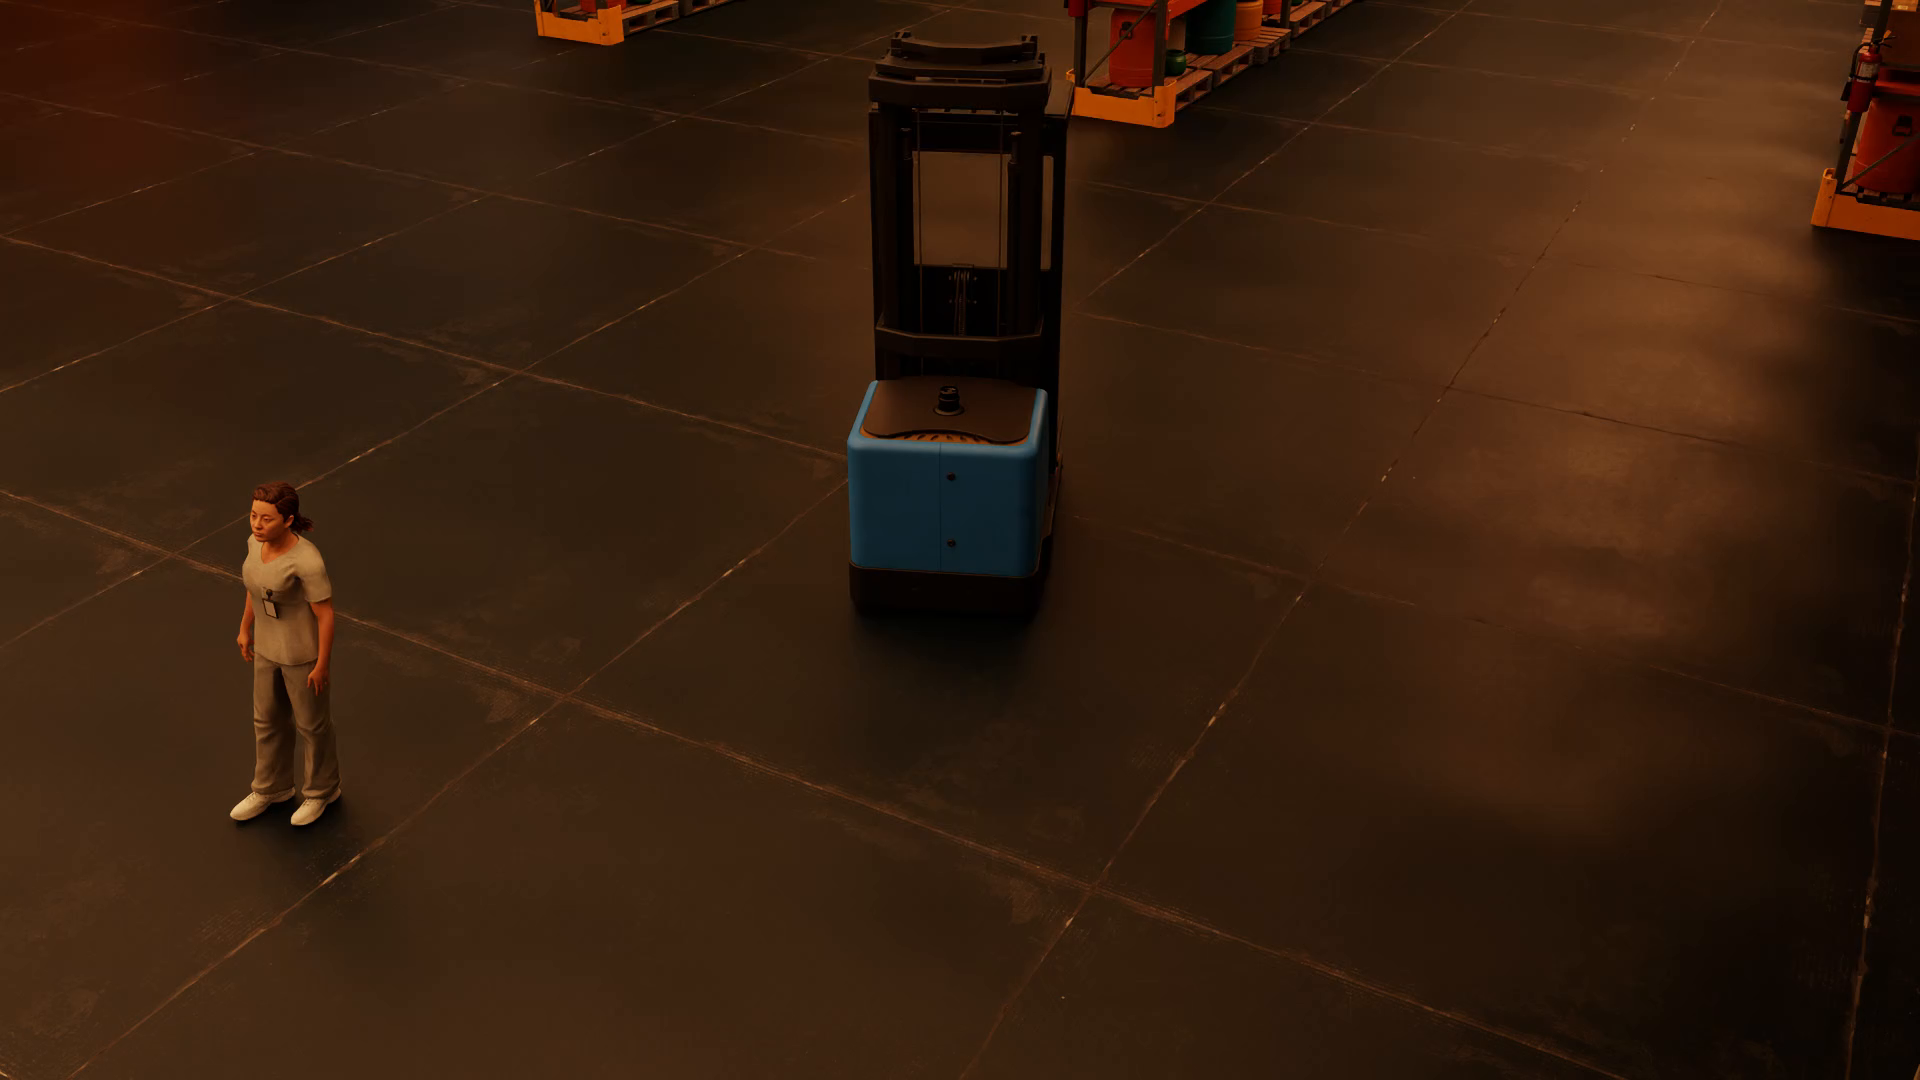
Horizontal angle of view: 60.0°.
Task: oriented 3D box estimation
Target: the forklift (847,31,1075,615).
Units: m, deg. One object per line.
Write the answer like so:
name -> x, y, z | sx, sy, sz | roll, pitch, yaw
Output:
forklift -> 0.072, -1.572, 9.794 | 1.130, 2.935, 3.031 | 3, 30, 6

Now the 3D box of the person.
person -> -3.031, 0.528, 7.398 | 0.549, 1.673, 0.548 | 16, 34, 26
